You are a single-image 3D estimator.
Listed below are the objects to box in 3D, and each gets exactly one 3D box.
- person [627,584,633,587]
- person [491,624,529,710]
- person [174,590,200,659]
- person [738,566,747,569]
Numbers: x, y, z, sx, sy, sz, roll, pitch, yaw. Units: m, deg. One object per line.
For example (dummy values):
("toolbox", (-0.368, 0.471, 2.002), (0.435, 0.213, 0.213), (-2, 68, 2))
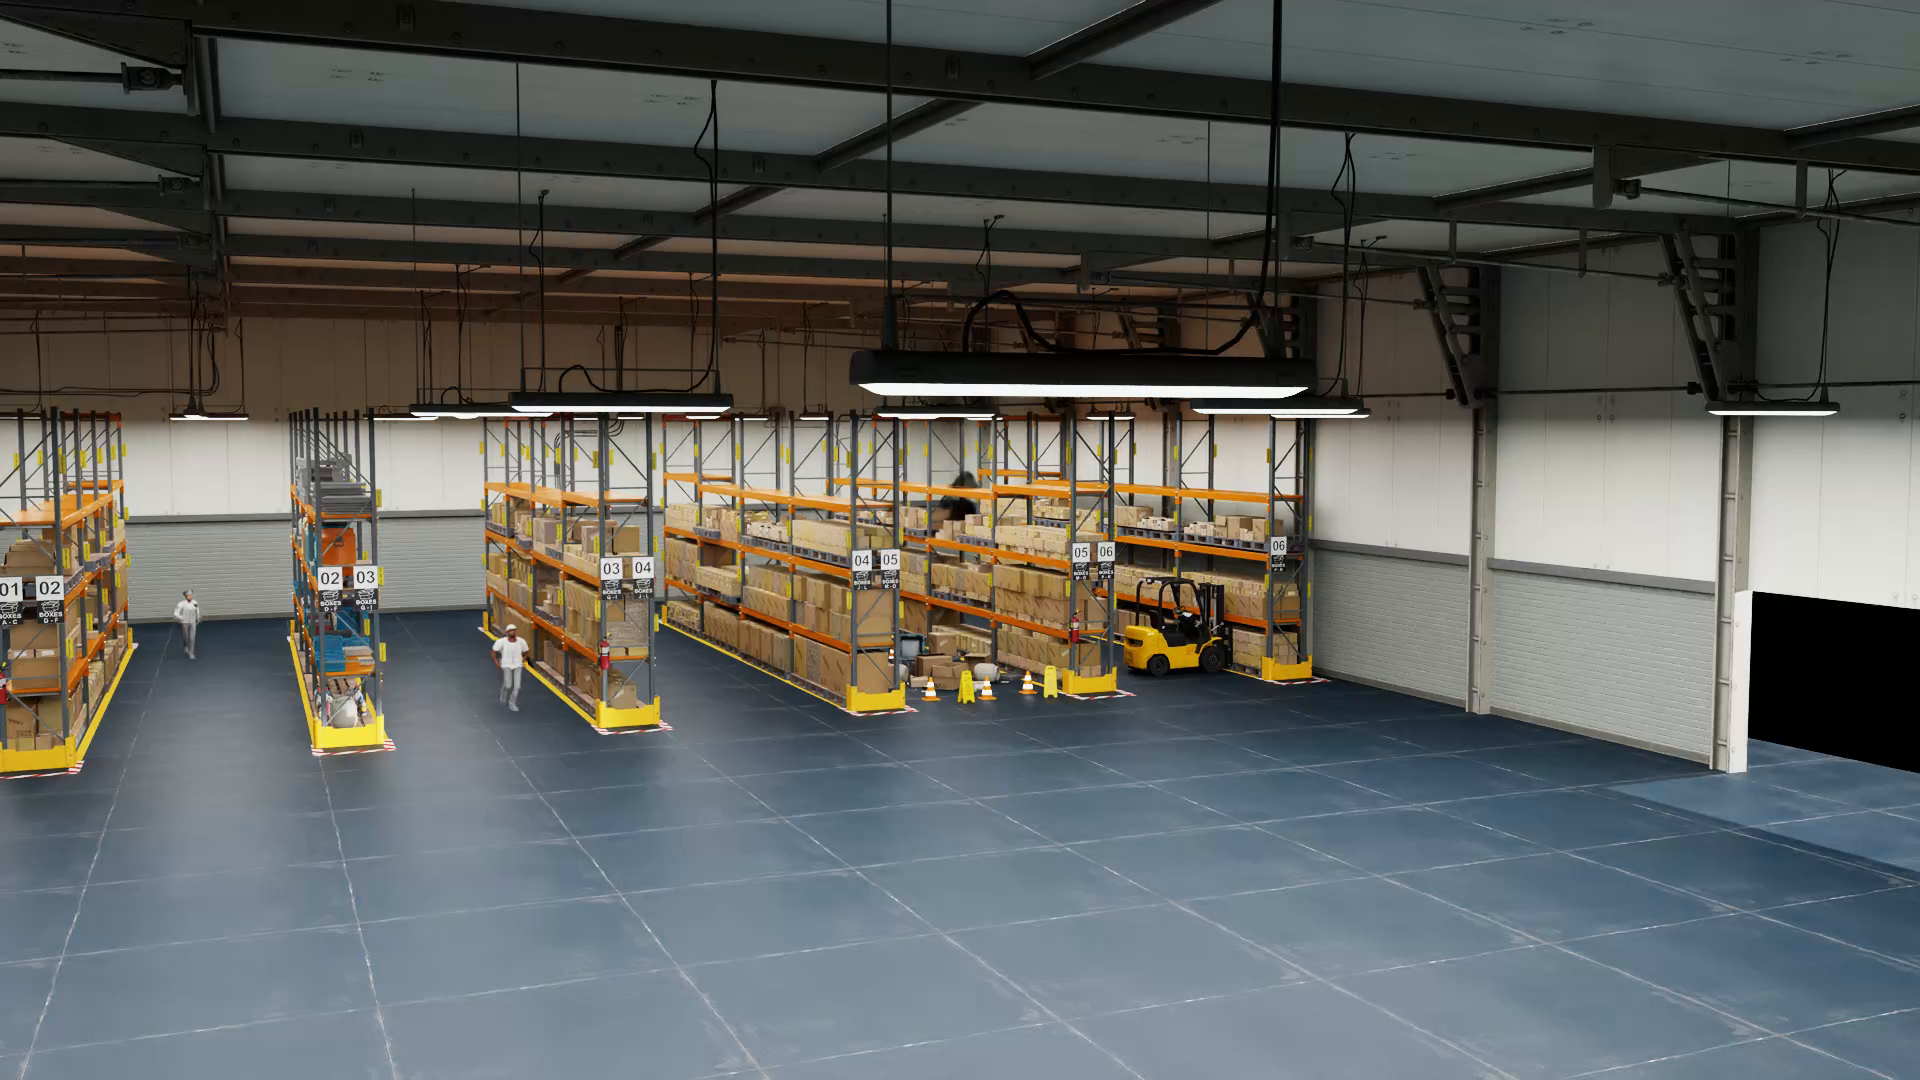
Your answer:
("person", (-9.486, 1.530, 48.451), (0.801, 1.639, 0.562), (3, 5, 34))
("person", (-8.947, 2.539, 33.198), (0.730, 1.726, 0.594), (-2, 4, -26))
("person", (-18.869, 2.049, 40.654), (0.612, 1.694, 0.738), (-3, 5, -37))
("person", (-6.636, 1.376, 49.651), (0.705, 1.786, 0.630), (-2, 5, -28))
